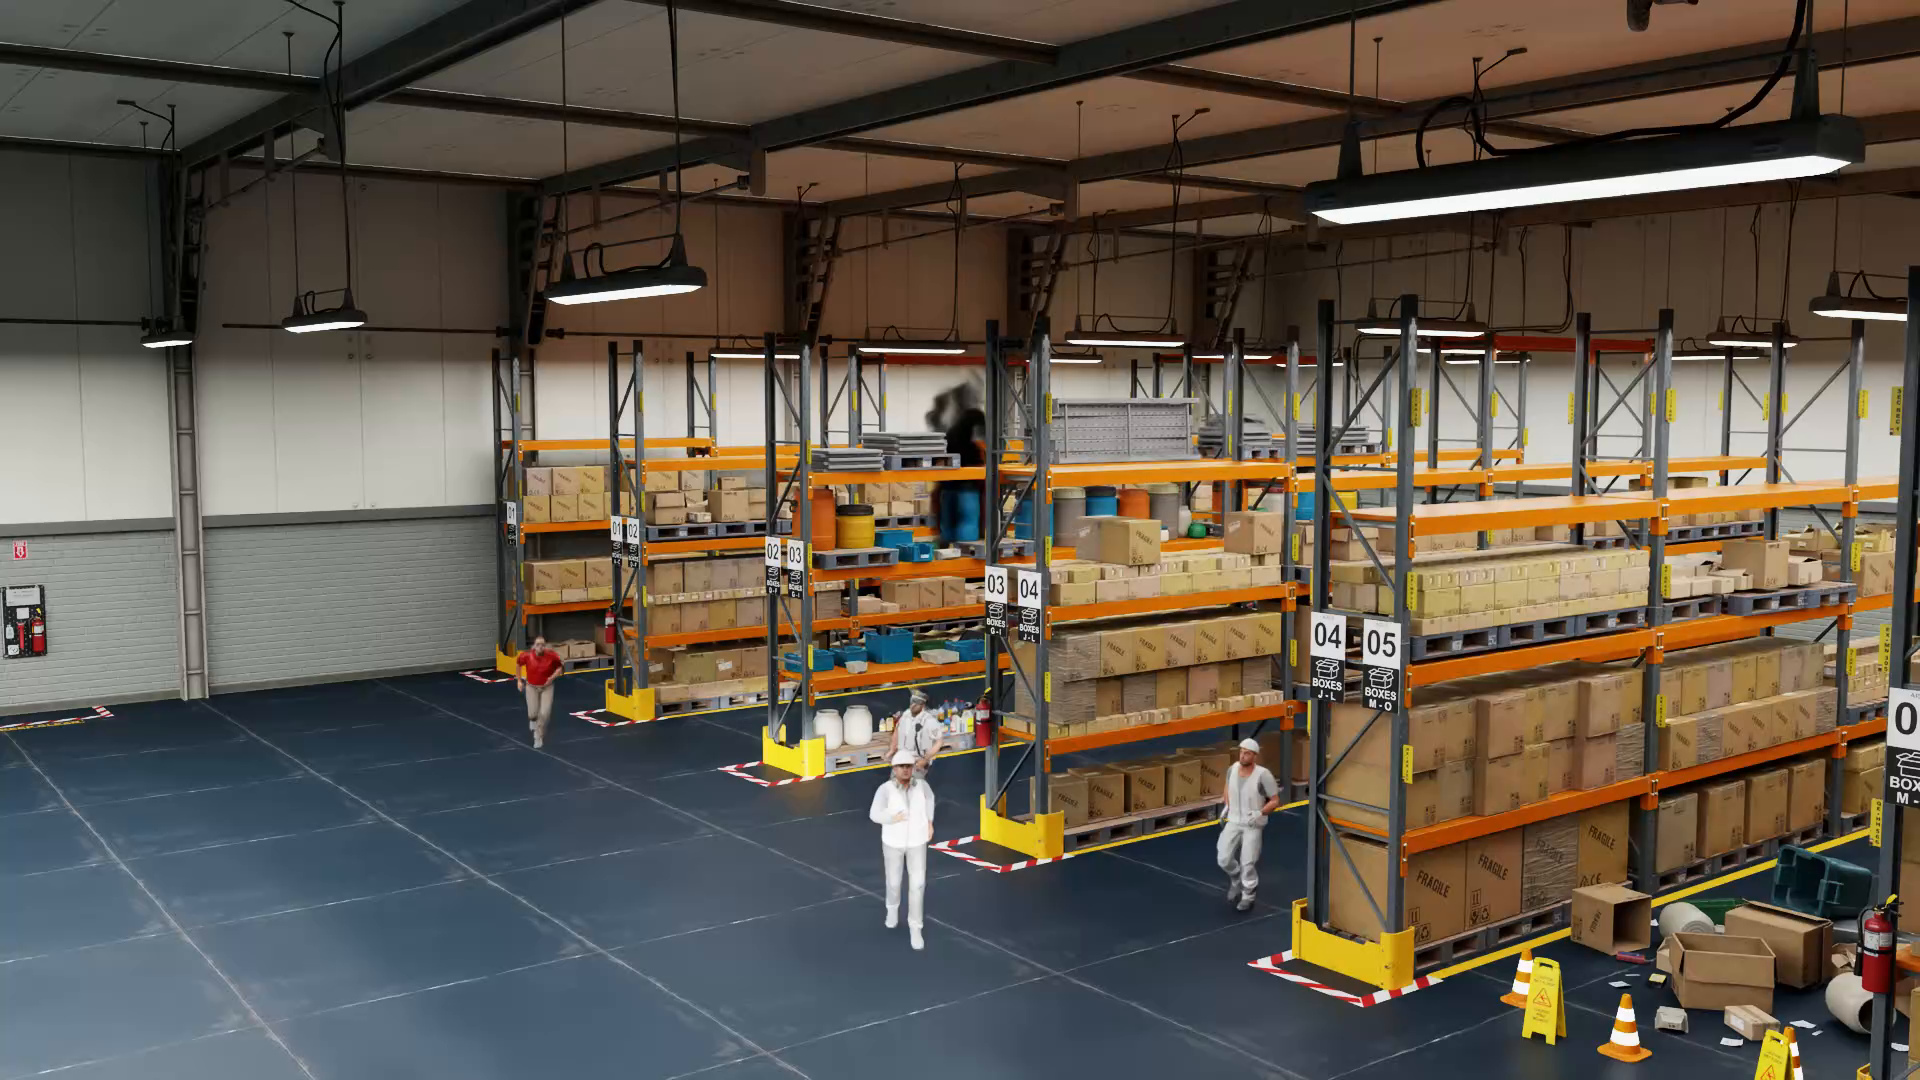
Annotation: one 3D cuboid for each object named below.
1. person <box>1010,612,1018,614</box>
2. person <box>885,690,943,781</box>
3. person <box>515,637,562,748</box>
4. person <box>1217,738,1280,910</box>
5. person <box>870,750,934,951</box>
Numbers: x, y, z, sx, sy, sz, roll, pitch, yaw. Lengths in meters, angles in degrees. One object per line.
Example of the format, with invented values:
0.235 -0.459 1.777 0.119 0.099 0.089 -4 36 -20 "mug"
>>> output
1.141 1.333 33.856 0.909 1.657 0.575 -4 6 -38 "person"
-0.520 2.596 19.641 0.704 1.719 0.554 4 7 41 "person"
-6.179 2.213 24.438 0.647 1.654 0.760 -2 5 -21 "person"
2.837 2.839 16.555 0.660 1.746 0.559 4 6 36 "person"
-0.540 2.886 15.770 0.658 1.828 0.828 -1 5 -9 "person"
